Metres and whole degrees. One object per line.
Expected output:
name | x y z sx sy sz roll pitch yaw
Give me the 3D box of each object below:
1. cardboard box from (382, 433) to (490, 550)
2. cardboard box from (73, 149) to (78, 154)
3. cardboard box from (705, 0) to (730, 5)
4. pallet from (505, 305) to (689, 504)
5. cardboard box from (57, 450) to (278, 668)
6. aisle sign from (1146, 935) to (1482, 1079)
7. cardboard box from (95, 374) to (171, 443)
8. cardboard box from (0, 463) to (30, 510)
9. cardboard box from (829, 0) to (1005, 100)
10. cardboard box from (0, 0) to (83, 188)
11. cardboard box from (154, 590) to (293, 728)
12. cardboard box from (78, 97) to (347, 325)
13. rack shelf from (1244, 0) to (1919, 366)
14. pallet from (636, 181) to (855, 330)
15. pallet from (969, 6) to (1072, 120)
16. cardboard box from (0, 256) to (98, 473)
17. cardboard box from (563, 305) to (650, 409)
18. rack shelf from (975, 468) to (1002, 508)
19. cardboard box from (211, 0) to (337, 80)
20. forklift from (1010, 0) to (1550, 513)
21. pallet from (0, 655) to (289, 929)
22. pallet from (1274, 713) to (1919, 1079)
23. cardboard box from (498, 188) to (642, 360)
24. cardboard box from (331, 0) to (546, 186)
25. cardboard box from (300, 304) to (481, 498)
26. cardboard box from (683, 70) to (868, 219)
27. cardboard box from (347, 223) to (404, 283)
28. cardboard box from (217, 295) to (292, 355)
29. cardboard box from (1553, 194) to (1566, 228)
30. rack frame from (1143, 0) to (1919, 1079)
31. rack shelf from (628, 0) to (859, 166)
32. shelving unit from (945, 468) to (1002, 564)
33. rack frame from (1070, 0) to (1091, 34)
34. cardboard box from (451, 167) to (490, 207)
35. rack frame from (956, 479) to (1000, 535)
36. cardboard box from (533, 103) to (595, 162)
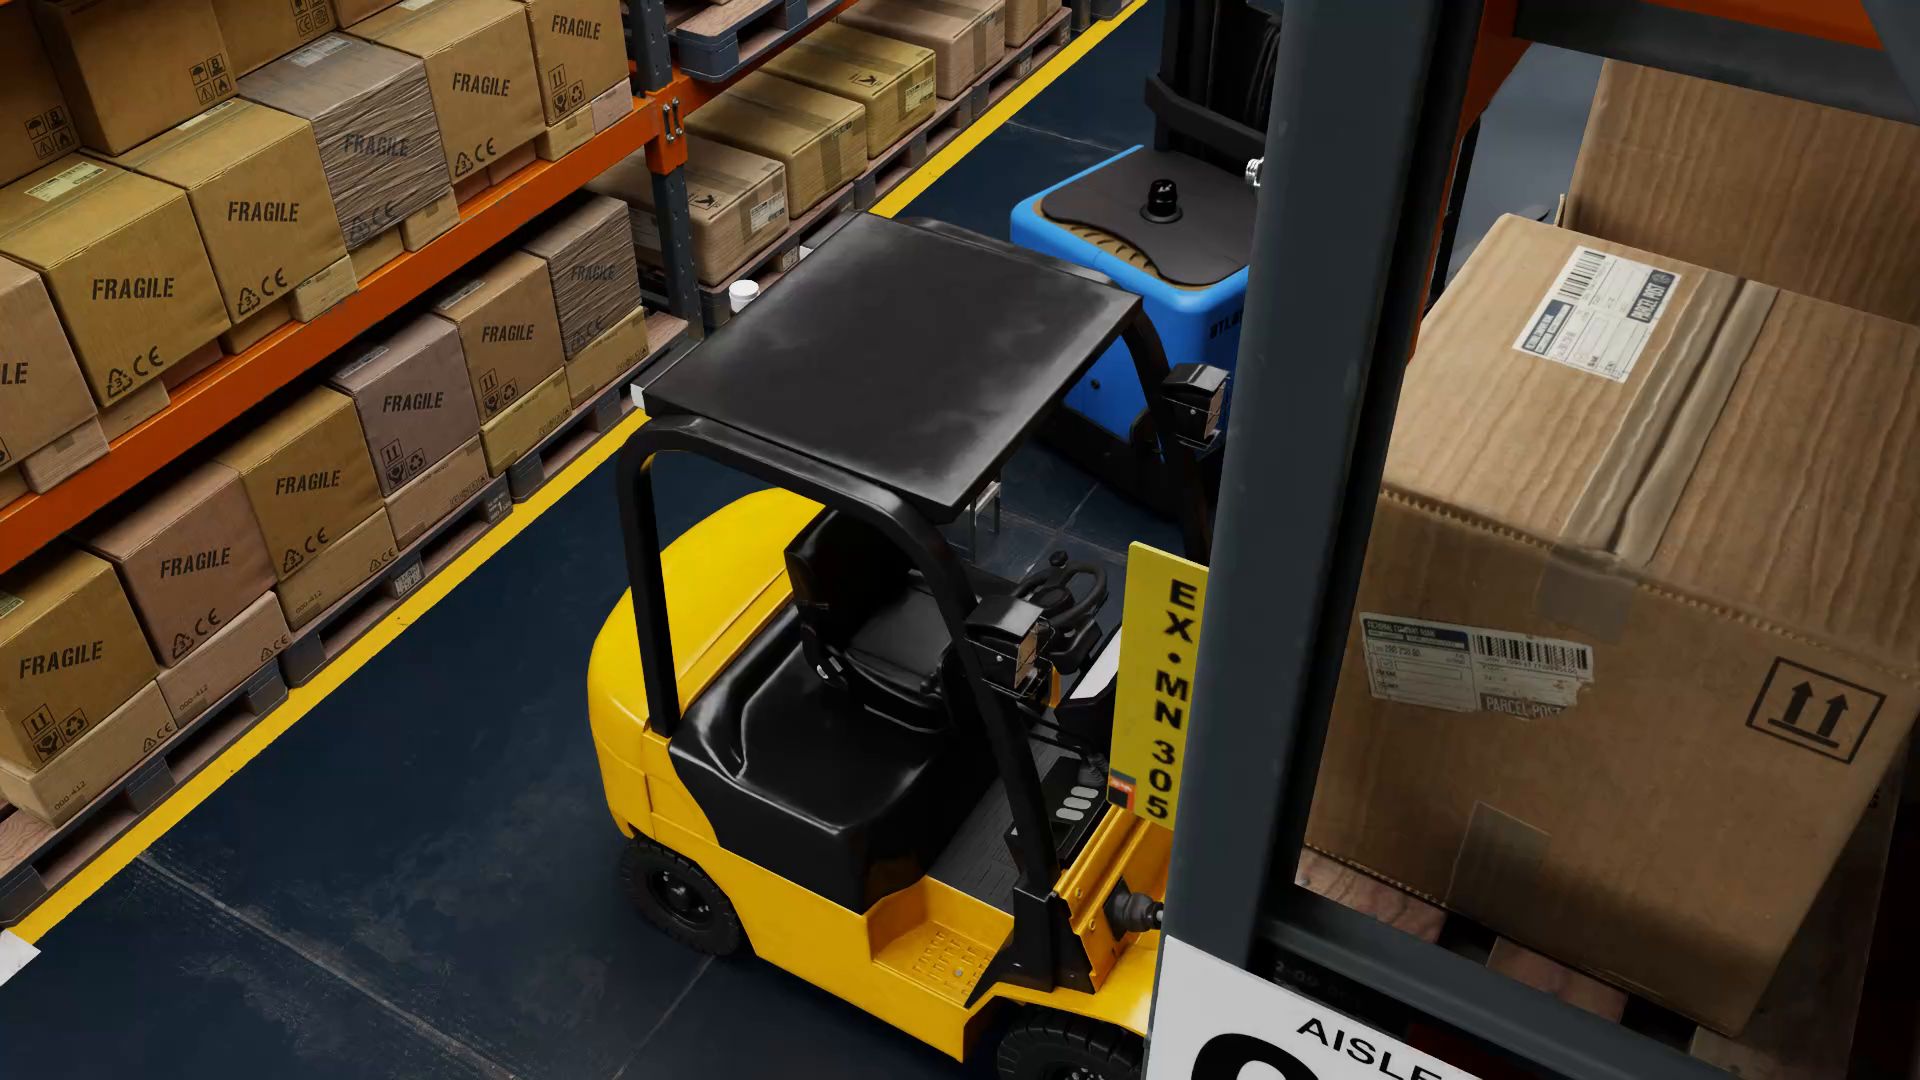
cardboard box | -2.232 -0.274 6.554 0.500 0.250 0.500 22 46 23
cardboard box | -3.113 -1.005 5.321 0.500 0.500 0.500 21 45 22
cardboard box | -1.103 -2.448 7.132 0.380 0.149 0.250 22 46 23
pallet | -1.958 -0.730 7.420 1.003 0.211 1.213 21 45 22
cardboard box | -2.742 0.024 5.648 0.500 0.500 0.500 19 45 21
aisle sign | 0.358 0.720 1.695 0.394 0.787 0.004 21 45 22
cardboard box | -2.721 -0.479 5.214 0.380 0.149 0.250 22 46 23
cardboard box | -2.988 -0.190 4.886 0.380 0.149 0.250 19 45 21
cardboard box | -0.305 -2.888 9.431 0.950 0.372 0.625 20 45 21
cardboard box | -3.162 -1.386 4.997 0.700 0.500 0.500 20 45 22
cardboard box | -2.749 0.331 5.868 0.500 0.250 0.500 23 46 24
cardboard box | -2.419 -1.096 5.424 0.500 0.500 0.500 20 45 21
rack shelf | 1.646 -1.220 2.174 1.077 0.370 4.000 21 45 22
pallet | -1.264 -1.572 8.376 1.003 0.211 1.213 21 45 22
pallet | -0.043 -2.968 9.961 1.003 0.211 1.213 21 45 22
cardboard box | -2.921 -0.510 4.759 0.500 0.500 0.500 22 46 23
cardboard box | -1.716 -0.871 7.233 0.500 0.250 0.500 23 46 24
rack shelf | 0.004 -0.250 6.539 0.258 0.077 0.200 21 45 22
cardboard box | -2.610 -1.954 5.642 0.700 0.500 0.500 20 45 21
forklift | 1.607 -2.061 6.872 3.031 2.935 1.130 -32 50 -31
pallet | -3.179 0.666 5.834 1.003 0.211 1.213 21 45 22
pallet | 1.021 0.267 1.975 1.003 0.211 1.213 21 45 22
cardboard box | -1.716 -1.153 6.985 0.500 0.500 0.500 20 45 22
cardboard box | -1.911 -1.689 6.097 0.500 0.500 0.500 22 46 23
cardboard box | -2.224 -0.569 6.322 0.500 0.500 0.500 23 46 24
cardboard box | -1.036 -2.058 8.488 0.950 0.372 0.625 24 47 25
cardboard box | -2.209 -1.075 5.891 0.380 0.149 0.250 20 45 21
cardboard box | -2.483 -0.791 5.569 0.380 0.149 0.250 20 45 21
cardboard box | 0.924 -0.235 2.186 0.396 0.266 0.258 21 46 22
rack frame | 0.645 -0.496 0.504 1.000 3.000 0.127 21 45 22
rack shelf | -0.652 -3.047 8.485 1.077 0.370 4.000 21 45 22
shelving unit | 0.004 -0.342 6.458 0.258 0.900 0.210 21 45 22
rack frame | 0.349 -4.462 9.547 1.000 3.000 0.127 21 45 22
cardboard box | -2.003 -1.388 6.246 0.380 0.149 0.250 20 45 21
rack frame | 0.055 -0.401 6.524 0.240 0.900 0.006 21 45 22
cardboard box | -1.669 -1.649 6.543 0.380 0.149 0.250 22 46 23
